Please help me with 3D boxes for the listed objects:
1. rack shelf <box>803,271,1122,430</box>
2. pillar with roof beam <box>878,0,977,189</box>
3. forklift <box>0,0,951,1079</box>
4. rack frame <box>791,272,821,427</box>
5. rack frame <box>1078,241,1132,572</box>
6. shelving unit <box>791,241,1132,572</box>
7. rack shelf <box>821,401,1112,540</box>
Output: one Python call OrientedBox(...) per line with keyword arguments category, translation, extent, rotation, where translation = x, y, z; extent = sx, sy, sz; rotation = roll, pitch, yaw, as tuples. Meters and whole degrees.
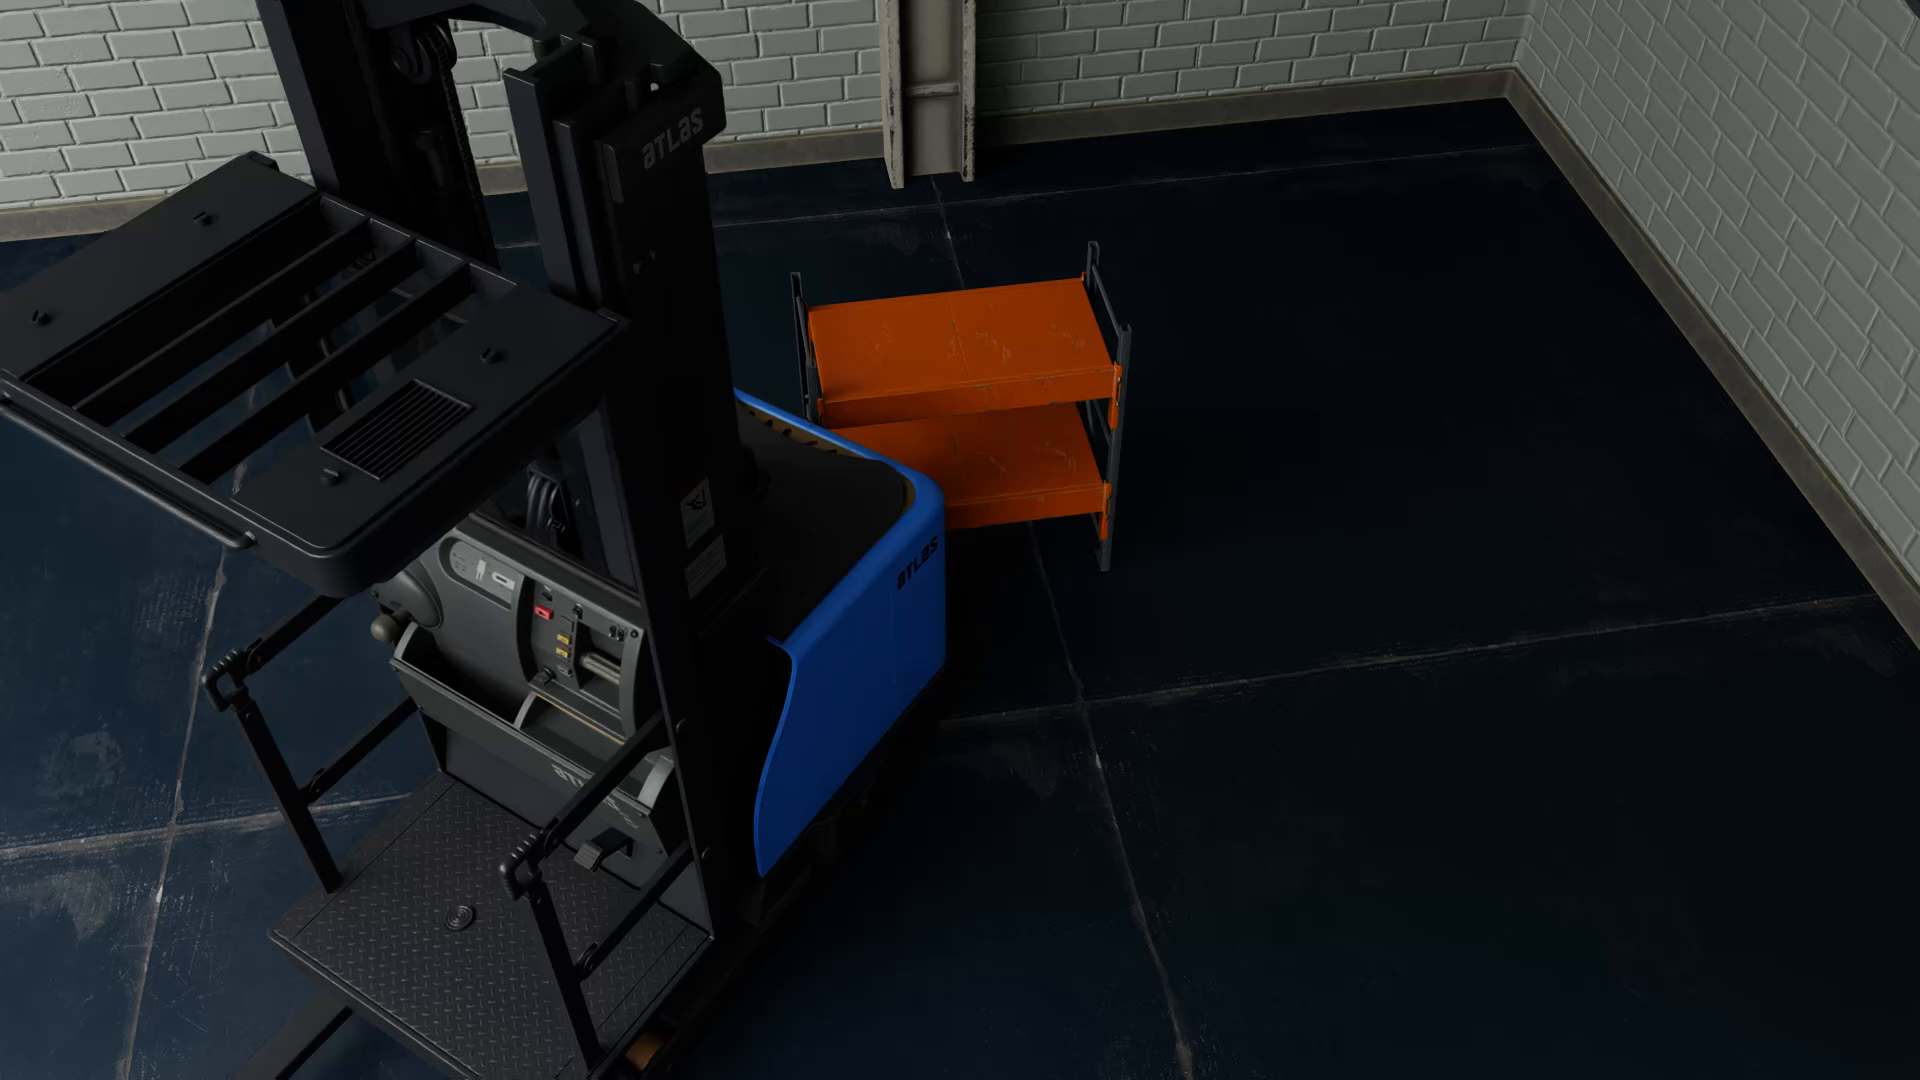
OrientedBox(category="rack shelf", translation=(-0.007, -0.593, 5.633), extent=(1.000, 0.278, 0.538), rotation=(-7, 46, -7))
OrientedBox(category="pillar with roof beam", translation=(0.585, -1.859, 1.792), extent=(0.400, 9.000, 9.100), rotation=(-7, 46, -7))
OrientedBox(category="forklift", translation=(-1.252, 0.262, 3.962), extent=(1.130, 2.935, 3.031), rotation=(25, 51, 22))
OrientedBox(category="rack frame", translation=(-0.508, -0.327, 5.784), extent=(0.032, 1.125, 0.500), rotation=(-7, 46, -7))
OrientedBox(category="rack frame", translation=(0.494, -0.452, 5.904), extent=(0.032, 1.125, 0.500), rotation=(-7, 46, -7))
OrientedBox(category="shelving unit", translation=(-0.007, -0.389, 5.844), extent=(1.048, 1.125, 0.538), rotation=(-7, 46, -7))
OrientedBox(category="rack shelf", translation=(-0.007, -0.220, 6.020), extent=(1.000, 0.278, 0.538), rotation=(-7, 46, -7))
